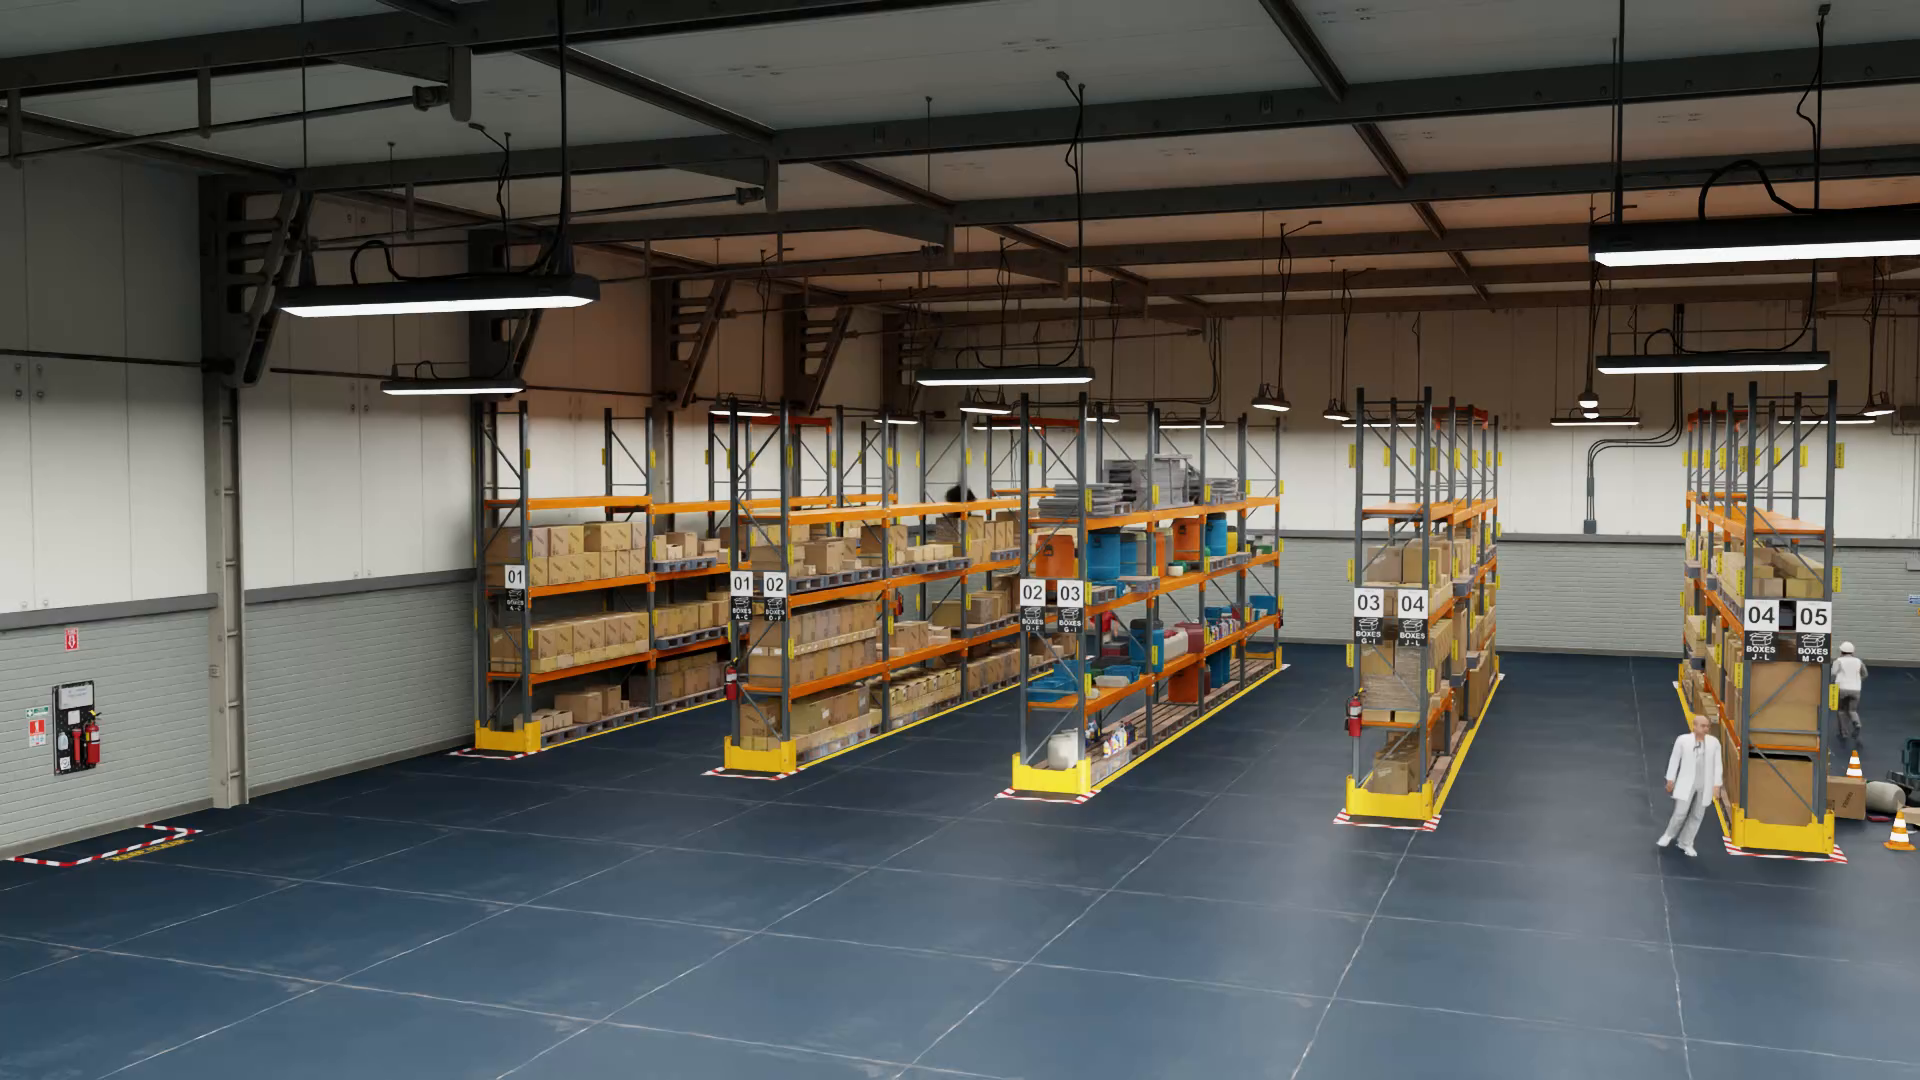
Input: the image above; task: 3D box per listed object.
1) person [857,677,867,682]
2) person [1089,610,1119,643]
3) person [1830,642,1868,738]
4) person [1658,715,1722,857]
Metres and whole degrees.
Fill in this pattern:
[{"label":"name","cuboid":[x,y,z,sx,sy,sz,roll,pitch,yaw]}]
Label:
[{"label":"person","cuboid":[-2.024,2.519,34.472,0.566,1.629,0.901,0,3,10]},{"label":"person","cuboid":[3.323,2.272,38.697,0.637,1.769,0.829,1,3,20]},{"label":"person","cuboid":[15.911,2.698,29.735,0.659,1.723,0.740,1,3,12]},{"label":"person","cuboid":[9.233,3.158,21.037,0.732,1.696,0.547,0,3,6]}]
